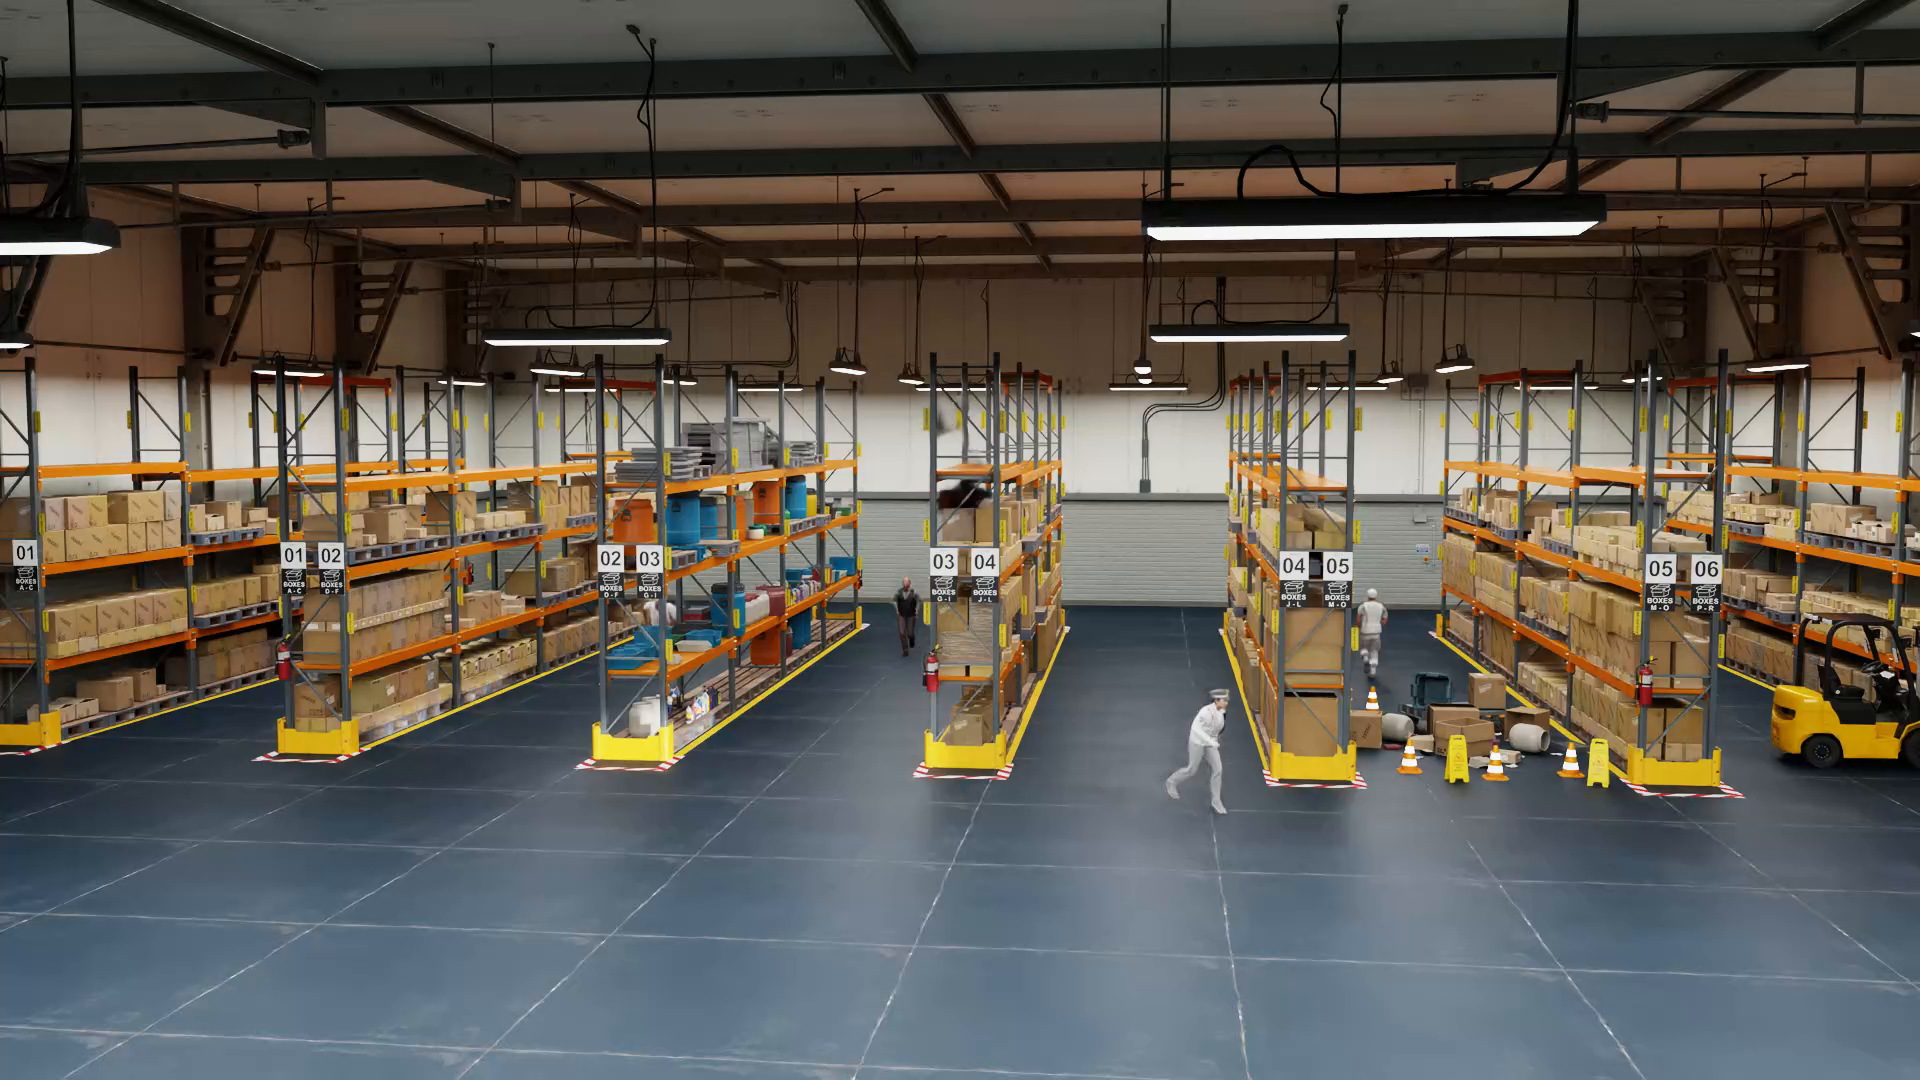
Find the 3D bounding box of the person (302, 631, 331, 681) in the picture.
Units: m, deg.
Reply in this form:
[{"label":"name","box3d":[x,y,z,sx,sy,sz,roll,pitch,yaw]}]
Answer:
[{"label":"person","box3d":[-11.695,1.993,30.351,0.711,1.765,0.880,0,4,2]}]

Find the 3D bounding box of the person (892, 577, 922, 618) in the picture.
[{"label":"person","box3d":[-1.156,1.236,35.688,0.660,0.858,0.412,0,4,5]}]

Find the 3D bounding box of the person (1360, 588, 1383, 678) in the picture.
[{"label":"person","box3d":[8.070,1.821,32.621,0.417,1.735,0.449,0,4,3]}]

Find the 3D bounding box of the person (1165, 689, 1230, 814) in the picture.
[{"label":"person","box3d":[3.092,2.698,21.623,0.978,1.627,0.652,3,5,39]}]
